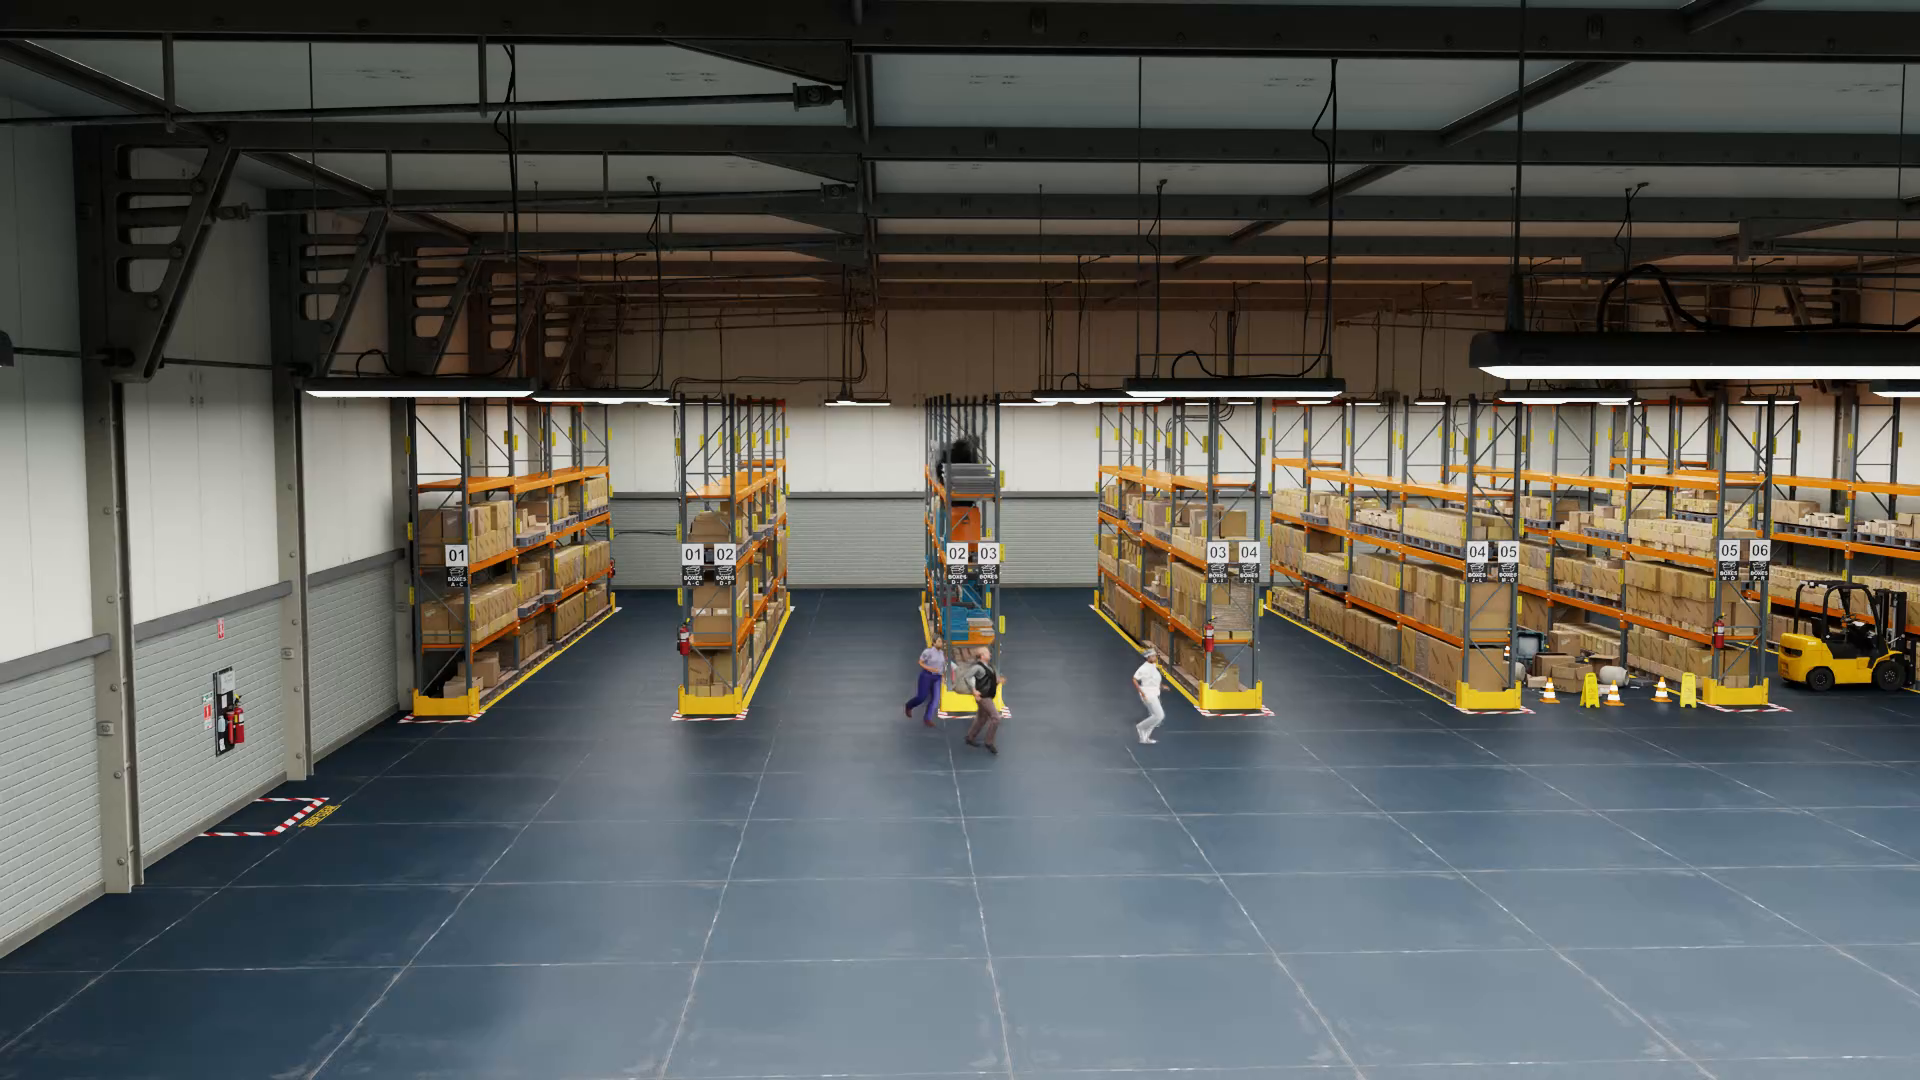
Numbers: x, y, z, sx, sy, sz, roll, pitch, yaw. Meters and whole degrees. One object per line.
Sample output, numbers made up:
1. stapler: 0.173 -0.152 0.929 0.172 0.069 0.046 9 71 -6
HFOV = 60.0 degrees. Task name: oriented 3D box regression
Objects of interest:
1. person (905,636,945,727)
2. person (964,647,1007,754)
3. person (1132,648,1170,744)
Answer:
1. person: -0.542 2.550 30.365 0.660 1.589 0.839 -3 6 -37
2. person: 0.415 2.678 27.732 0.749 1.780 0.624 1 5 16
3. person: 3.293 2.659 28.315 0.559 1.647 0.572 3 5 29
